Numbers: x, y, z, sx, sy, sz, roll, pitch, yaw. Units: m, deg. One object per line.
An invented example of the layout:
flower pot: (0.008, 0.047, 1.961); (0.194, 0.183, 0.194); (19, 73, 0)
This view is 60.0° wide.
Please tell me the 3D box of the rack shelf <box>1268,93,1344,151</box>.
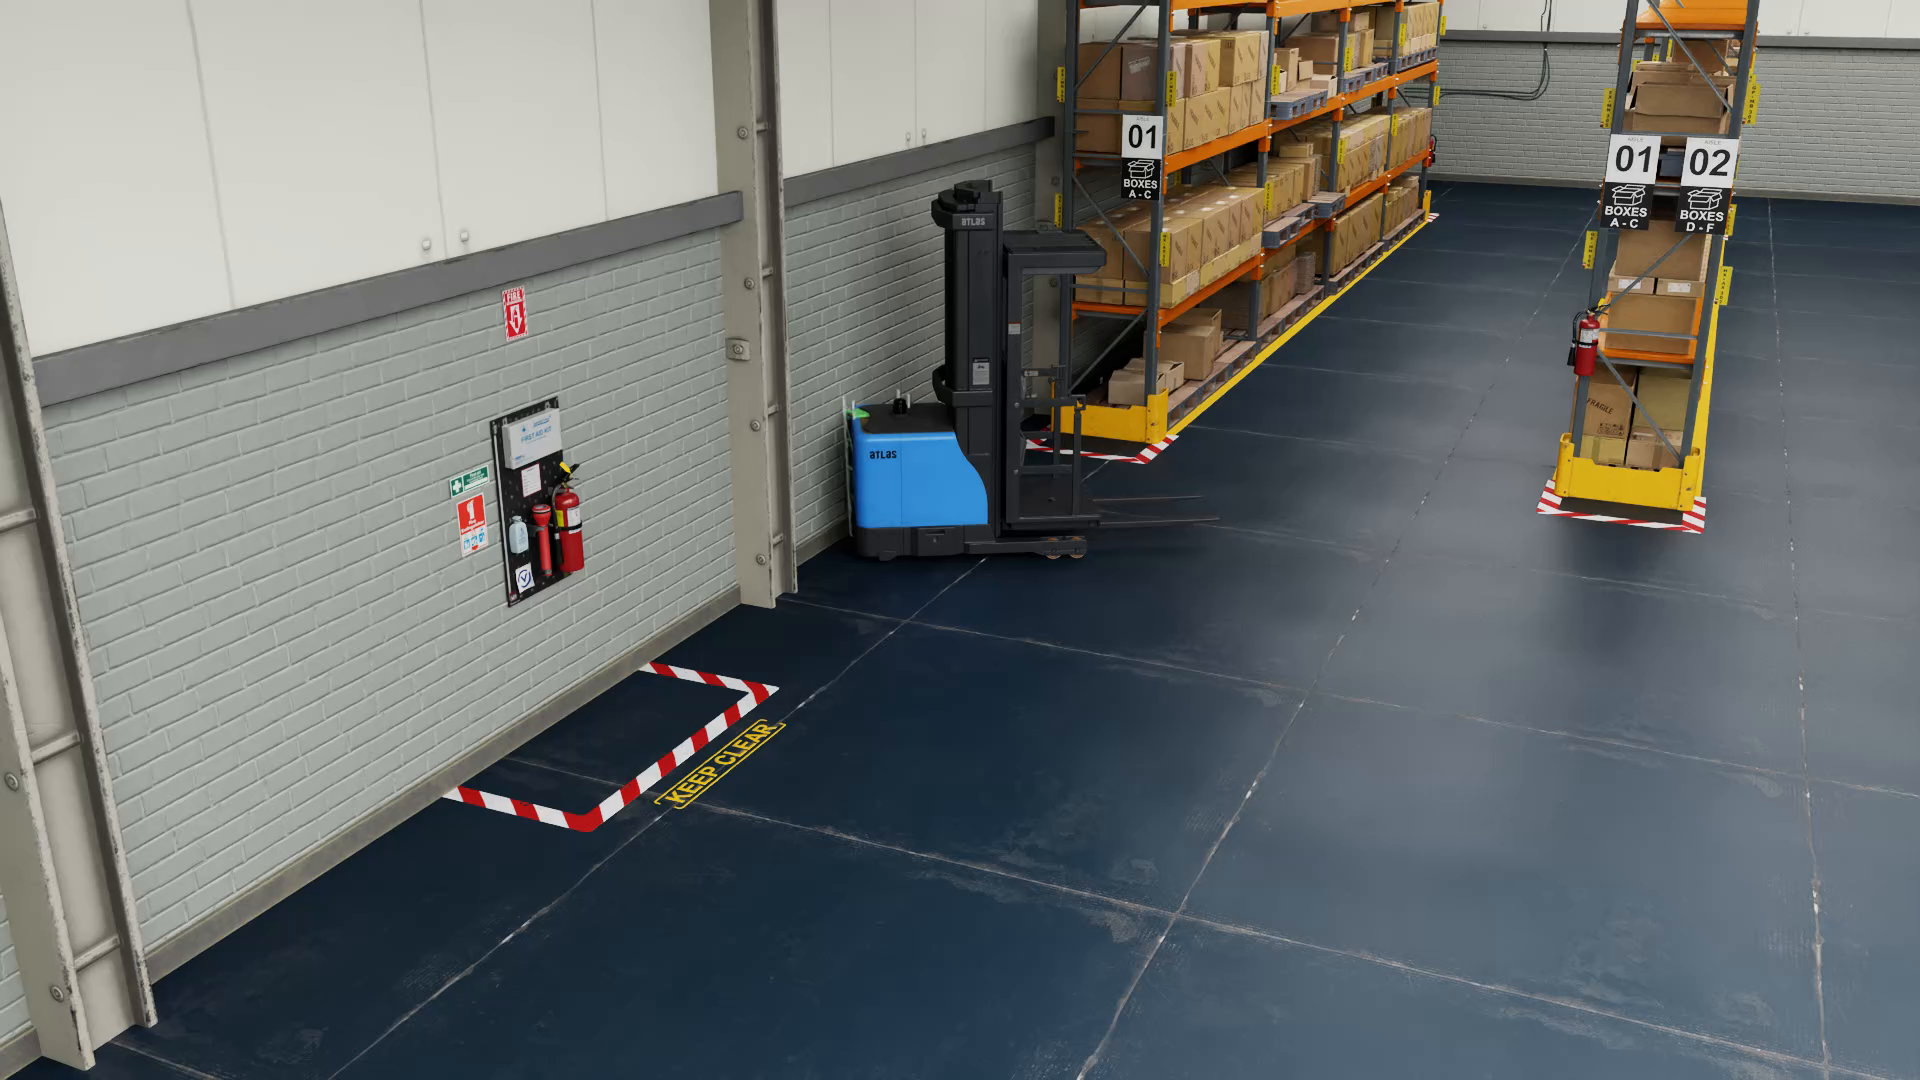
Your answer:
rack shelf: (3.943, -5.389, 21.242); (1.077, 0.370, 4.000); (9, 21, 23)

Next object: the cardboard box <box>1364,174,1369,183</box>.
cardboard box: (6.075, -5.590, 25.555); (0.380, 0.149, 0.250); (9, 21, 23)

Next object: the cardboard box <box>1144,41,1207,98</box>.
cardboard box: (2.116, -4.652, 16.425); (0.500, 0.500, 0.500); (8, 21, 22)

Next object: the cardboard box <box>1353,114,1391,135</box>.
cardboard box: (6.442, -6.521, 26.086); (0.500, 0.250, 0.500); (9, 22, 24)

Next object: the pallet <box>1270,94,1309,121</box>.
pallet: (3.474, -5.202, 19.923); (1.213, 0.211, 1.003); (9, 21, 23)

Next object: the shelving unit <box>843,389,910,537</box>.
shelving unit: (-0.676, -0.622, 13.911); (0.503, 1.200, 0.258); (-9, 18, -23)

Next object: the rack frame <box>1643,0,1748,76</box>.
rack frame: (7.644, -5.851, 16.991); (1.000, 3.000, 0.127); (9, 21, 23)

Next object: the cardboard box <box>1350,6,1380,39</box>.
cardboard box: (6.473, -8.335, 26.781); (0.500, 0.500, 0.500); (8, 21, 22)

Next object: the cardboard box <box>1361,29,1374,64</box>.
cardboard box: (5.939, -7.562, 25.474); (0.700, 0.500, 0.500); (7, 21, 20)

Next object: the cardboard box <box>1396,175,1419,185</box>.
cardboard box: (7.956, -6.405, 29.638); (0.380, 0.149, 0.250); (8, 21, 22)

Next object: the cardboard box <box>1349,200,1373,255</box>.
cardboard box: (5.891, -4.845, 25.697); (0.750, 0.750, 0.750); (9, 22, 24)

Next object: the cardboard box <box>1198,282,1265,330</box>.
cardboard box: (3.410, -2.960, 20.889); (0.700, 0.500, 0.500); (9, 22, 25)

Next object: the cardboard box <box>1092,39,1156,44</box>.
cardboard box: (1.637, -4.757, 16.721); (0.500, 0.500, 0.500); (10, 22, 26)

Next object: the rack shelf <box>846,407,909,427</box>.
rack shelf: (-0.689, -1.021, 13.792); (0.480, 0.148, 0.258); (-9, 18, -23)

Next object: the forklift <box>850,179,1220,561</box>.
forklift: (0.619, -1.403, 13.539); (3.031, 2.935, 1.130); (-2, 20, -6)

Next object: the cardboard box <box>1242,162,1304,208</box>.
cardboard box: (4.088, -4.651, 21.765); (0.700, 0.500, 0.500); (9, 21, 23)

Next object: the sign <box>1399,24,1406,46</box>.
sign: (6.899, -7.882, 25.938); (0.100, 0.325, 0.005); (9, 21, 23)

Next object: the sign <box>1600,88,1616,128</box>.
sign: (5.517, -3.674, 14.142); (0.100, 0.325, 0.005); (9, 21, 23)

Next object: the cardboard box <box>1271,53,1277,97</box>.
cardboard box: (3.420, -5.517, 19.754); (0.500, 0.500, 0.500); (12, 23, 30)

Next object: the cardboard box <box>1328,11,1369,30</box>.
cardboard box: (5.920, -7.919, 25.357); (0.500, 0.250, 0.500); (10, 22, 27)

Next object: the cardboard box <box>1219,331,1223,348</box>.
cardboard box: (2.932, -2.408, 19.834); (0.380, 0.166, 0.250); (6, 20, 16)

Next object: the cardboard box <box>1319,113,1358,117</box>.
cardboard box: (5.973, -6.594, 26.291); (0.500, 0.250, 0.500); (9, 22, 24)

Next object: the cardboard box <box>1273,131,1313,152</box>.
cardboard box: (4.711, -5.650, 23.637); (0.500, 0.250, 0.500); (9, 22, 24)

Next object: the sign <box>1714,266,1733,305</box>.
sign: (6.510, -2.169, 14.181); (0.100, 0.325, 0.005); (9, 21, 23)

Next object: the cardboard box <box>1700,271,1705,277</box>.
cardboard box: (6.469, -2.326, 14.915); (0.380, 0.149, 0.250); (8, 21, 21)

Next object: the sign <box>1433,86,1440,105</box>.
sign: (8.527, -7.950, 29.765); (0.100, 0.325, 0.005); (9, 21, 23)

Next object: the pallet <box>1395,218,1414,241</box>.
pallet: (7.281, -5.431, 28.924); (1.003, 0.211, 1.213); (9, 21, 23)

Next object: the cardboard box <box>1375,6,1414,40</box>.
cardboard box: (6.947, -8.269, 26.596); (0.500, 0.500, 0.500); (8, 21, 22)

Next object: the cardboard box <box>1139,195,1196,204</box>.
cardboard box: (2.316, -3.571, 18.608); (0.500, 0.500, 0.500); (9, 22, 24)

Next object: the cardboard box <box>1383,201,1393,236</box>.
cardboard box: (6.799, -5.383, 27.733); (0.700, 0.500, 0.500); (9, 21, 23)

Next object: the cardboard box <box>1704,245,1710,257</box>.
cardboard box: (7.101, -2.795, 16.235); (0.380, 0.149, 0.250); (9, 22, 24)

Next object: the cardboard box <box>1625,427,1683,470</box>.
cardboard box: (6.429, -0.837, 15.324); (0.500, 0.250, 0.500); (9, 21, 23)

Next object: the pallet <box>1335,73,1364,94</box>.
pallet: (4.977, -6.454, 23.446); (1.213, 0.211, 1.003); (10, 22, 25)

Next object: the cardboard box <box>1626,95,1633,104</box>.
cardboard box: (6.465, -3.995, 15.546); (0.500, 0.311, 0.500); (11, 23, 29)

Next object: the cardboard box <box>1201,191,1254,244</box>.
cardboard box: (3.013, -3.655, 18.844); (0.500, 0.500, 0.500); (8, 21, 22)

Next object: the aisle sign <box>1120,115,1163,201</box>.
aisle sign: (1.730, -3.642, 15.853); (0.394, 0.787, 0.004); (9, 21, 23)

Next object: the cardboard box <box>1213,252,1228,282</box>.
cardboard box: (2.598, -2.994, 18.106); (0.500, 0.250, 0.500); (9, 21, 23)

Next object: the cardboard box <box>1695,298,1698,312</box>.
cardboard box: (6.841, -2.463, 16.270); (0.700, 0.500, 0.500); (9, 22, 24)

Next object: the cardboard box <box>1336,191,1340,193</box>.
cardboard box: (5.219, -4.962, 23.789); (0.380, 0.149, 0.250); (9, 21, 23)

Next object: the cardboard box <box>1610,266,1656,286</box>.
cardboard box: (6.095, -2.378, 15.060); (0.380, 0.149, 0.250); (9, 22, 24)

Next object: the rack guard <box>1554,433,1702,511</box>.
rack guard: (5.997, -0.617, 14.957); (1.175, 0.500, 0.348); (9, 21, 23)

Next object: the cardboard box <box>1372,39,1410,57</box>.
cardboard box: (6.923, -7.911, 26.709); (0.500, 0.250, 0.500); (8, 21, 23)

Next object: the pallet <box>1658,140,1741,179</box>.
pallet: (6.320, -3.386, 14.668); (1.003, 0.211, 1.213); (9, 21, 23)

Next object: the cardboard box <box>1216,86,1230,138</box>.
cardboard box: (2.512, -4.503, 17.499); (0.500, 0.500, 0.500); (10, 22, 26)

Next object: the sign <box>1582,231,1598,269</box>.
sign: (5.517, -2.538, 14.546); (0.100, 0.325, 0.005); (9, 21, 23)

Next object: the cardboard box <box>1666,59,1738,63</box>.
cardboard box: (9.639, -6.002, 21.742); (0.910, 0.500, 0.500); (9, 21, 23)

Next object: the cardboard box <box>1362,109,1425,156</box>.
cardboard box: (7.550, -7.131, 29.097); (0.980, 0.700, 0.700); (8, 21, 22)

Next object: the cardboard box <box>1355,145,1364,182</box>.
cardboard box: (5.621, -5.546, 24.465); (0.500, 0.500, 0.500); (8, 21, 22)

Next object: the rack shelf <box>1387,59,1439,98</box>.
rack shelf: (7.219, -7.834, 28.118); (1.077, 0.370, 4.000); (9, 21, 23)

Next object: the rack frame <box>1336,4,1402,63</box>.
rack frame: (6.400, -8.975, 25.776); (1.000, 3.000, 0.127); (9, 21, 23)

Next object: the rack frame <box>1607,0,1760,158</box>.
rack frame: (6.006, -4.628, 13.553); (1.000, 3.000, 0.127); (9, 21, 23)

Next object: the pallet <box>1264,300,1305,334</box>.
pallet: (3.939, -3.002, 22.094); (1.003, 0.211, 1.213); (9, 21, 23)

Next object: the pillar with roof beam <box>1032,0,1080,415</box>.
pillar with roof beam: (4.911, -5.049, 14.736); (9.100, 9.000, 0.400); (9, 21, 23)
